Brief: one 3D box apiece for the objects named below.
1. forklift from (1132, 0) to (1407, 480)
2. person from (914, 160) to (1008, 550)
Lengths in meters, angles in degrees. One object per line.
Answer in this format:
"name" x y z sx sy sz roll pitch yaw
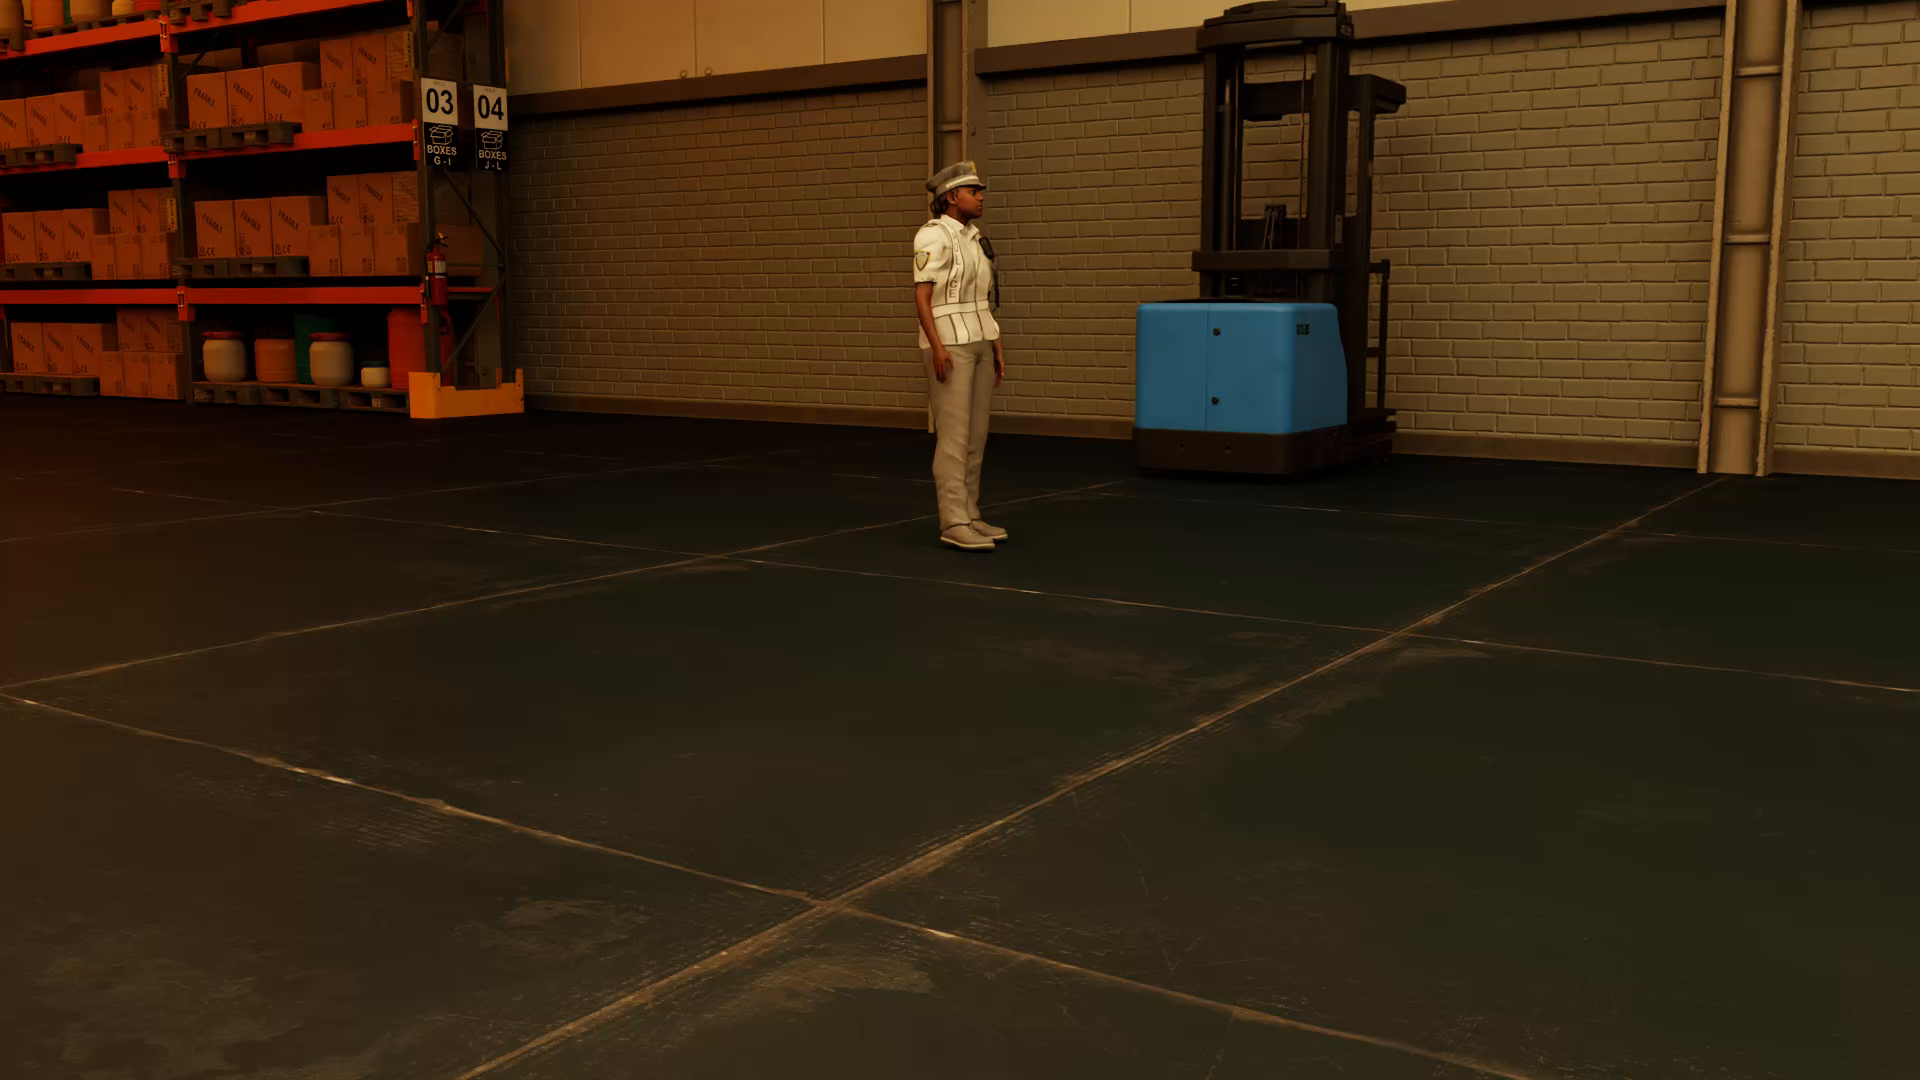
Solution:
"forklift" 2.274 -1.976 11.087 1.130 2.935 3.031 5 10 32
"person" 0.051 -0.837 7.425 0.528 1.693 0.569 5 10 34
